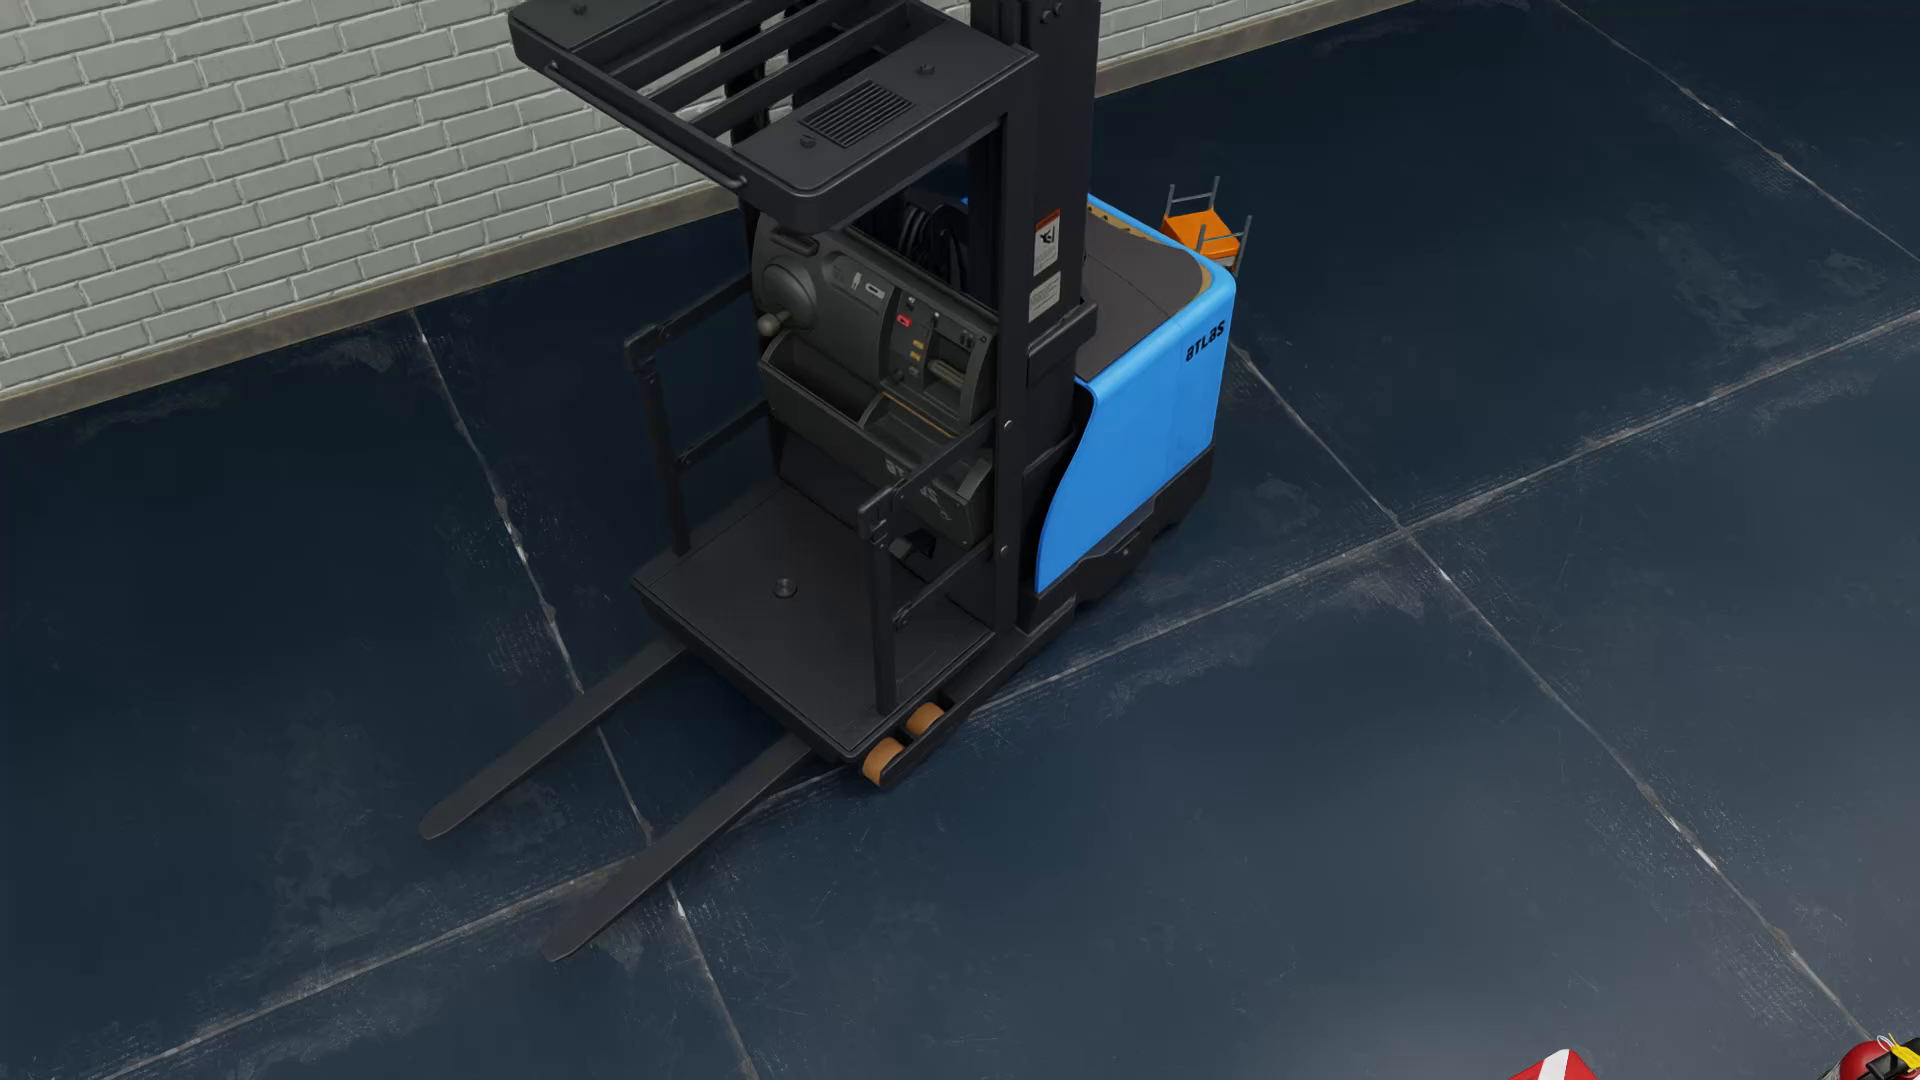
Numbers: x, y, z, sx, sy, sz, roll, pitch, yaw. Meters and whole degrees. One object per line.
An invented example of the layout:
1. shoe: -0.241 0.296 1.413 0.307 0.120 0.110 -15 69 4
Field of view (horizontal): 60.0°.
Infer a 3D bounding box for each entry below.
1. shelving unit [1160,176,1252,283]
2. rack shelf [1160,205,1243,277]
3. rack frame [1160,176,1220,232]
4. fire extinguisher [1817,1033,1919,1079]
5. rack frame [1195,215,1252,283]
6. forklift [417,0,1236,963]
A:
1. shelving unit: 0.849 -0.849 6.285 0.215 1.050 0.252 -14 50 -18
2. rack shelf: 0.870 -1.035 6.085 0.215 0.259 0.240 -14 50 -18
3. rack frame: 0.803 -0.935 6.359 0.200 1.050 0.008 -14 50 -18
4. fire extinguisher: 1.917 1.187 3.518 0.296 0.674 0.183 -21 52 -18
5. rack frame: 0.895 -0.764 6.210 0.200 1.050 0.008 -14 50 -18
6. forklift: -0.417 -0.585 4.815 1.130 2.935 3.031 35 57 27
